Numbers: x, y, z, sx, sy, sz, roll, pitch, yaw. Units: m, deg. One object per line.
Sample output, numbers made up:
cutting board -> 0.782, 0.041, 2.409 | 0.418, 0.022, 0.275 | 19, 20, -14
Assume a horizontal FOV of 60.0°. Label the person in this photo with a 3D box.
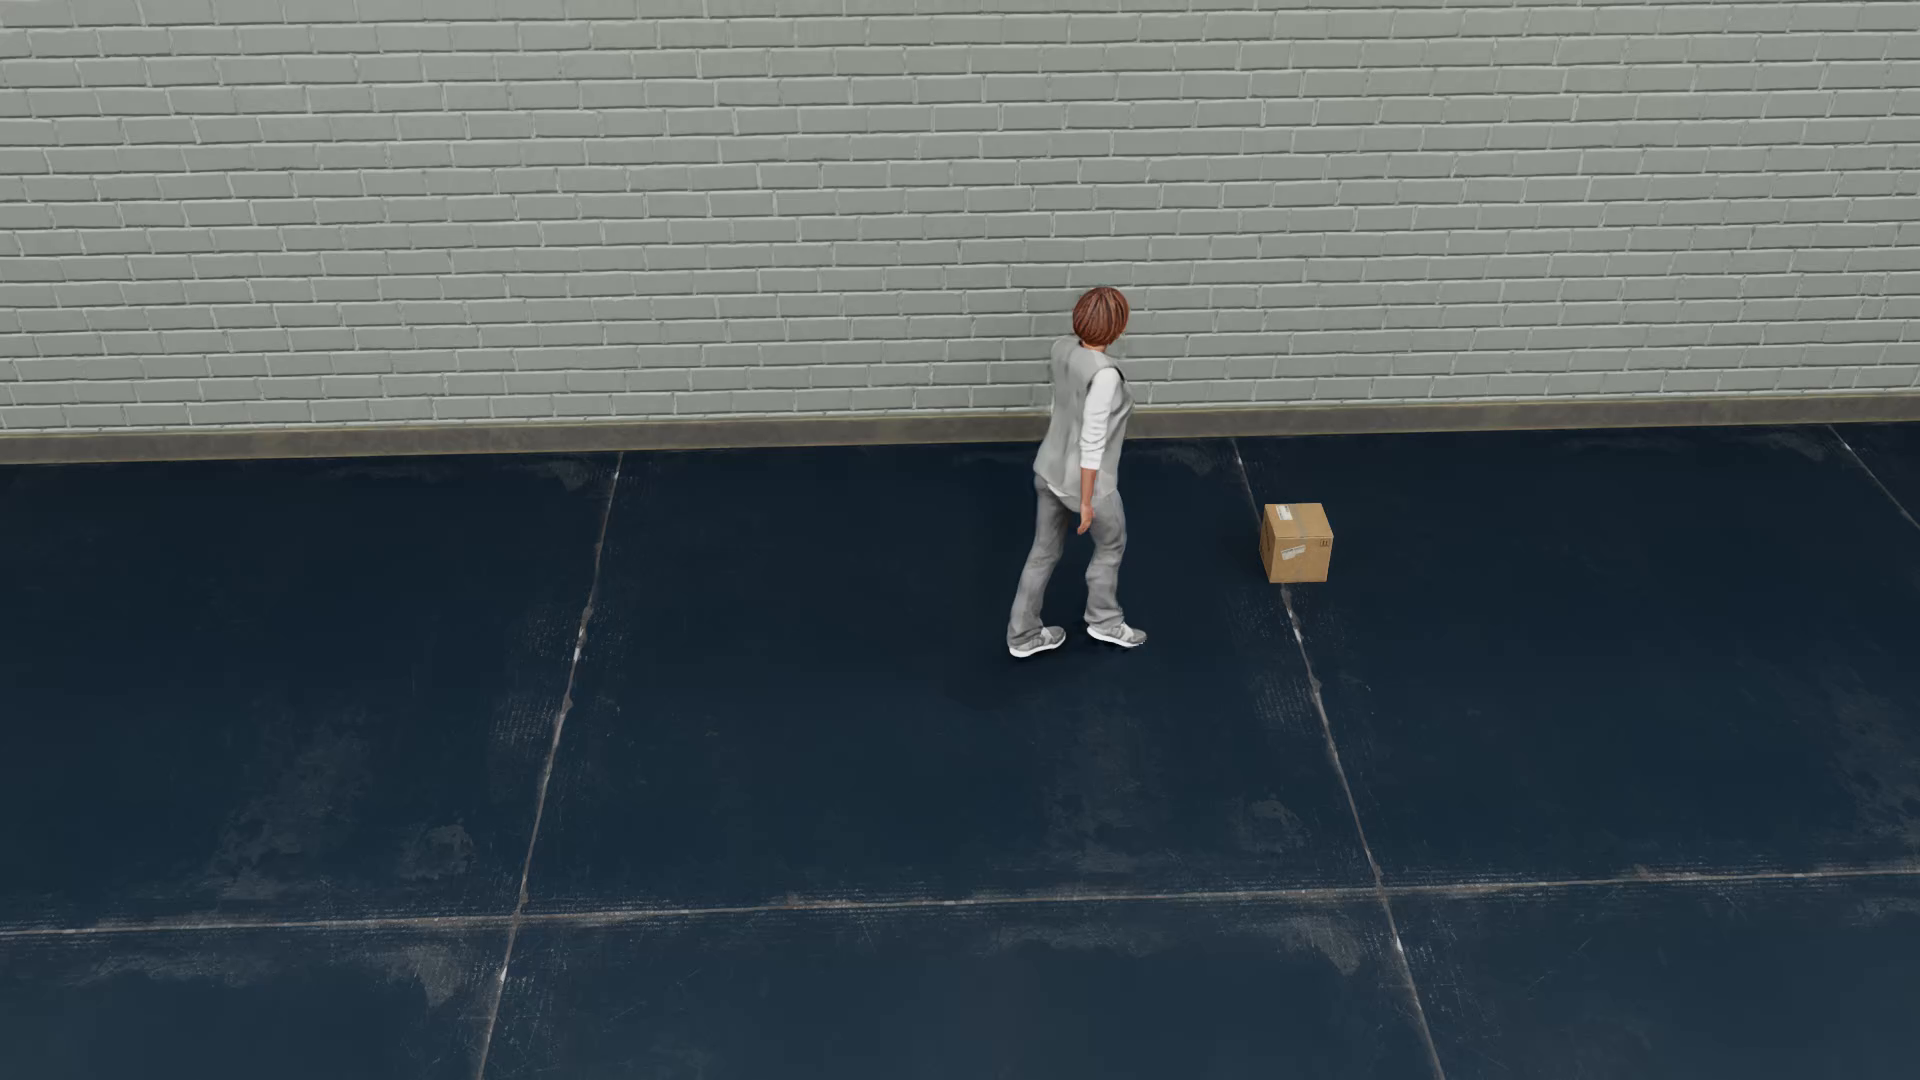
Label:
person -> 0.438, -0.221, 6.480 | 0.601, 1.620, 0.443 | -21, 41, -26
